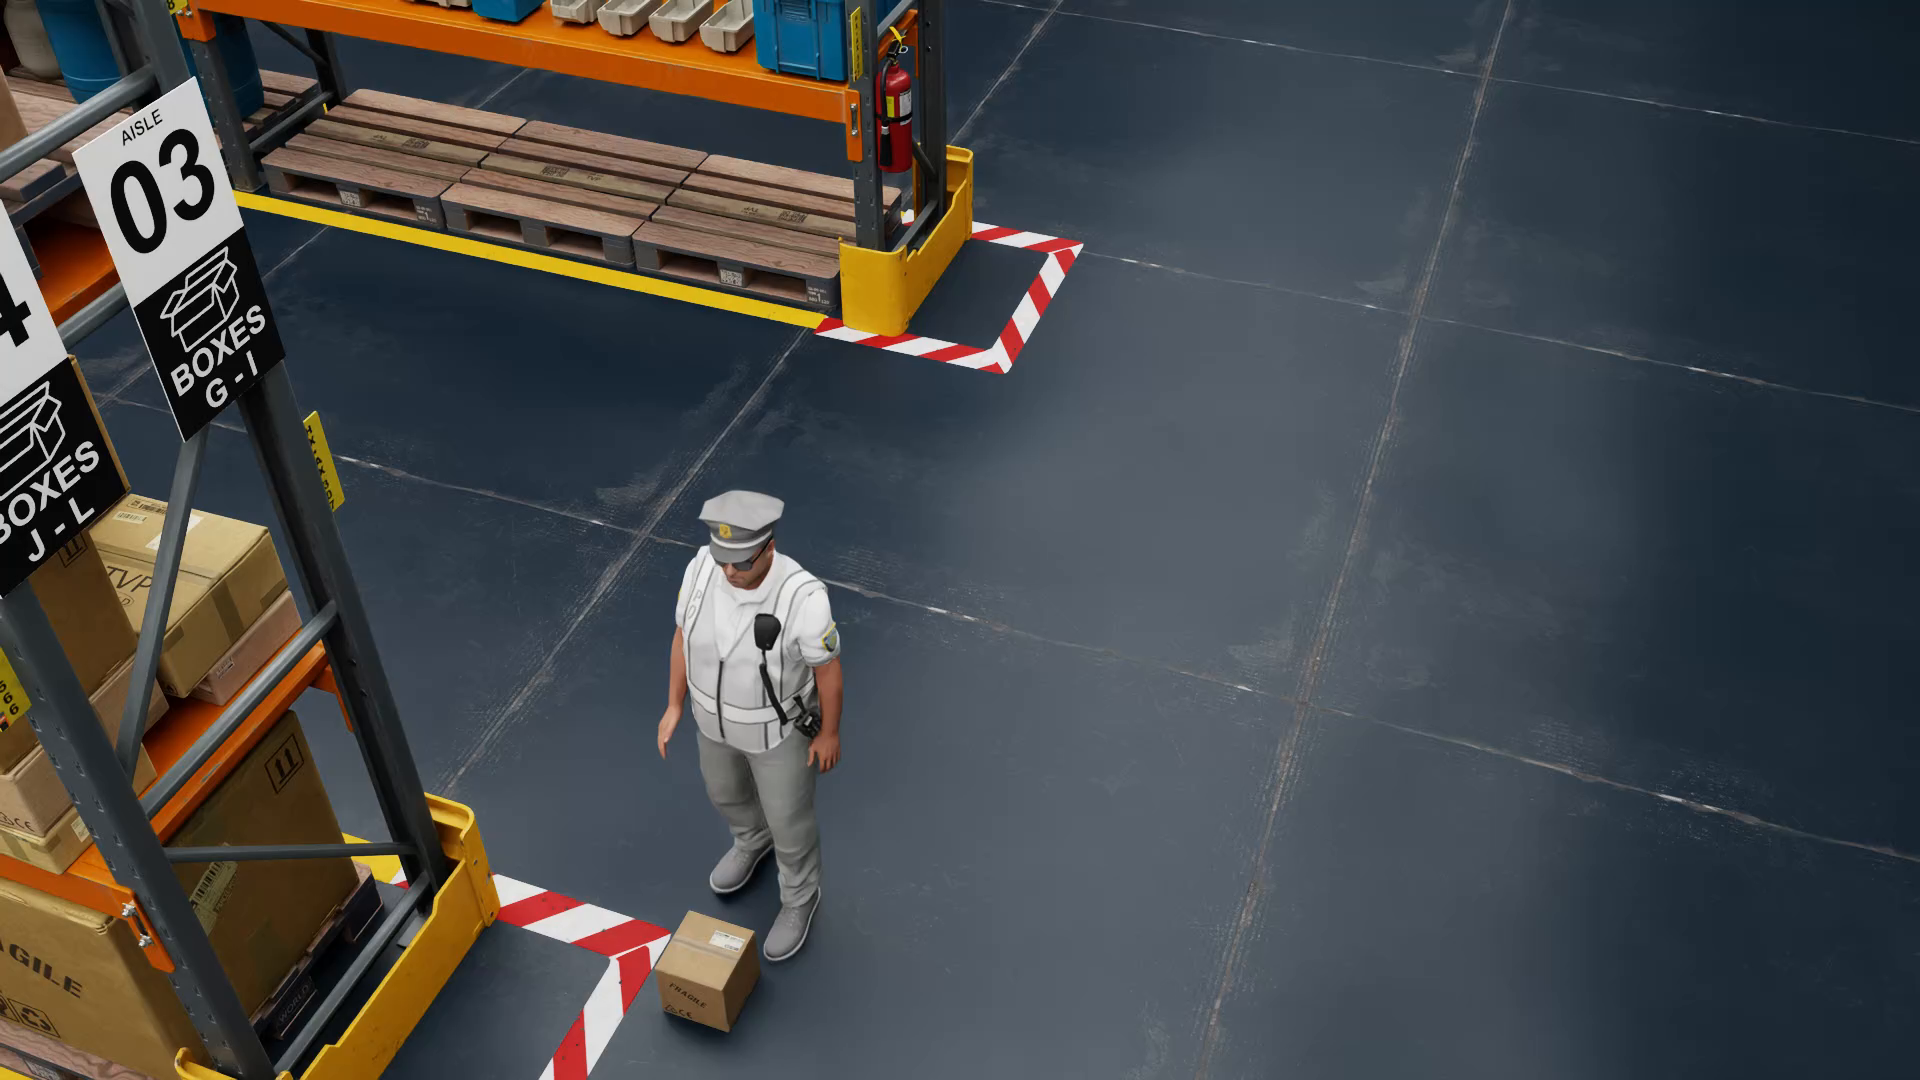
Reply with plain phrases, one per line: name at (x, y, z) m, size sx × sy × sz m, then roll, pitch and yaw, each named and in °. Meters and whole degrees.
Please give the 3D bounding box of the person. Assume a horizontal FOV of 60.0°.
person at (-0.694, 0.613, 5.440) m, size 0.575 × 1.780 × 0.505 m, roll 18°, pitch 44°, yaw 19°
